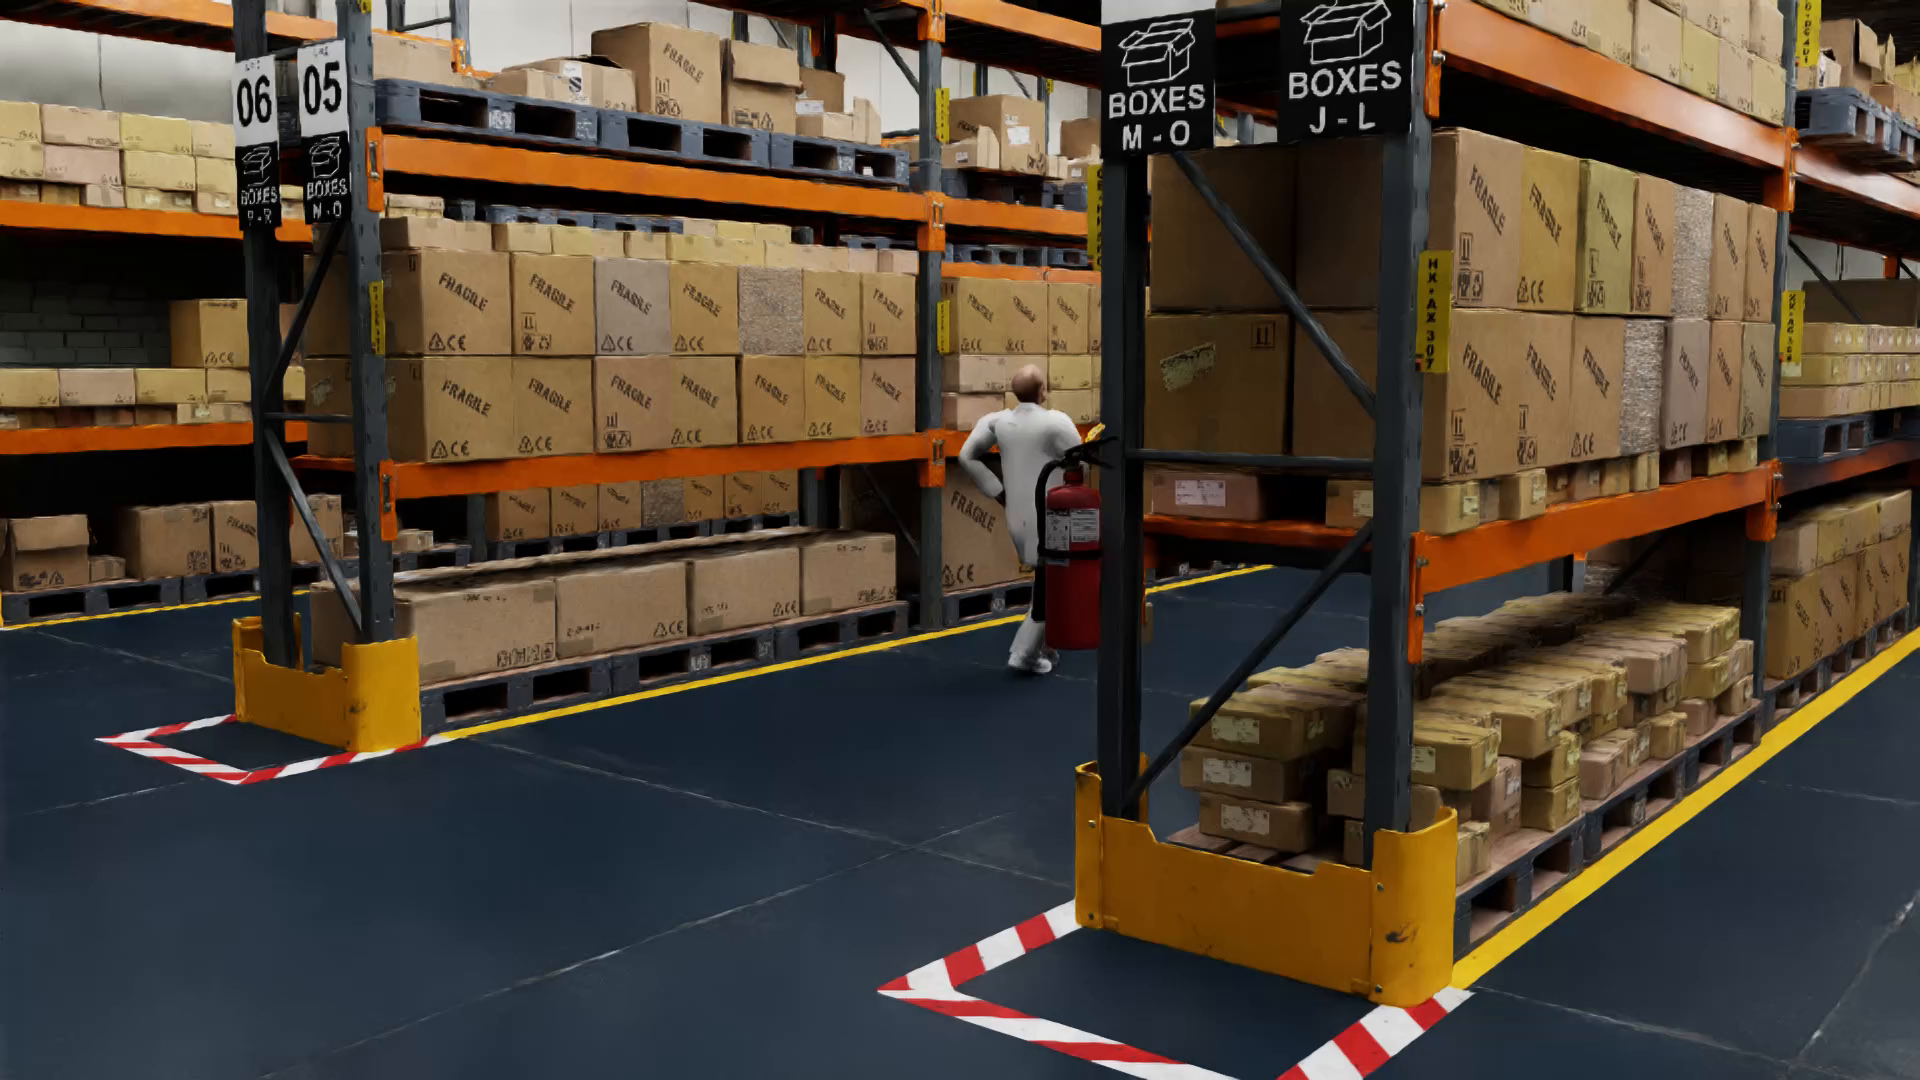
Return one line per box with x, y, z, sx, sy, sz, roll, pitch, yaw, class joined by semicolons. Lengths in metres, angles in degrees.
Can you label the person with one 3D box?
0.456;-0.102;9.407;0.685;1.777;0.733;5;8;39;person
